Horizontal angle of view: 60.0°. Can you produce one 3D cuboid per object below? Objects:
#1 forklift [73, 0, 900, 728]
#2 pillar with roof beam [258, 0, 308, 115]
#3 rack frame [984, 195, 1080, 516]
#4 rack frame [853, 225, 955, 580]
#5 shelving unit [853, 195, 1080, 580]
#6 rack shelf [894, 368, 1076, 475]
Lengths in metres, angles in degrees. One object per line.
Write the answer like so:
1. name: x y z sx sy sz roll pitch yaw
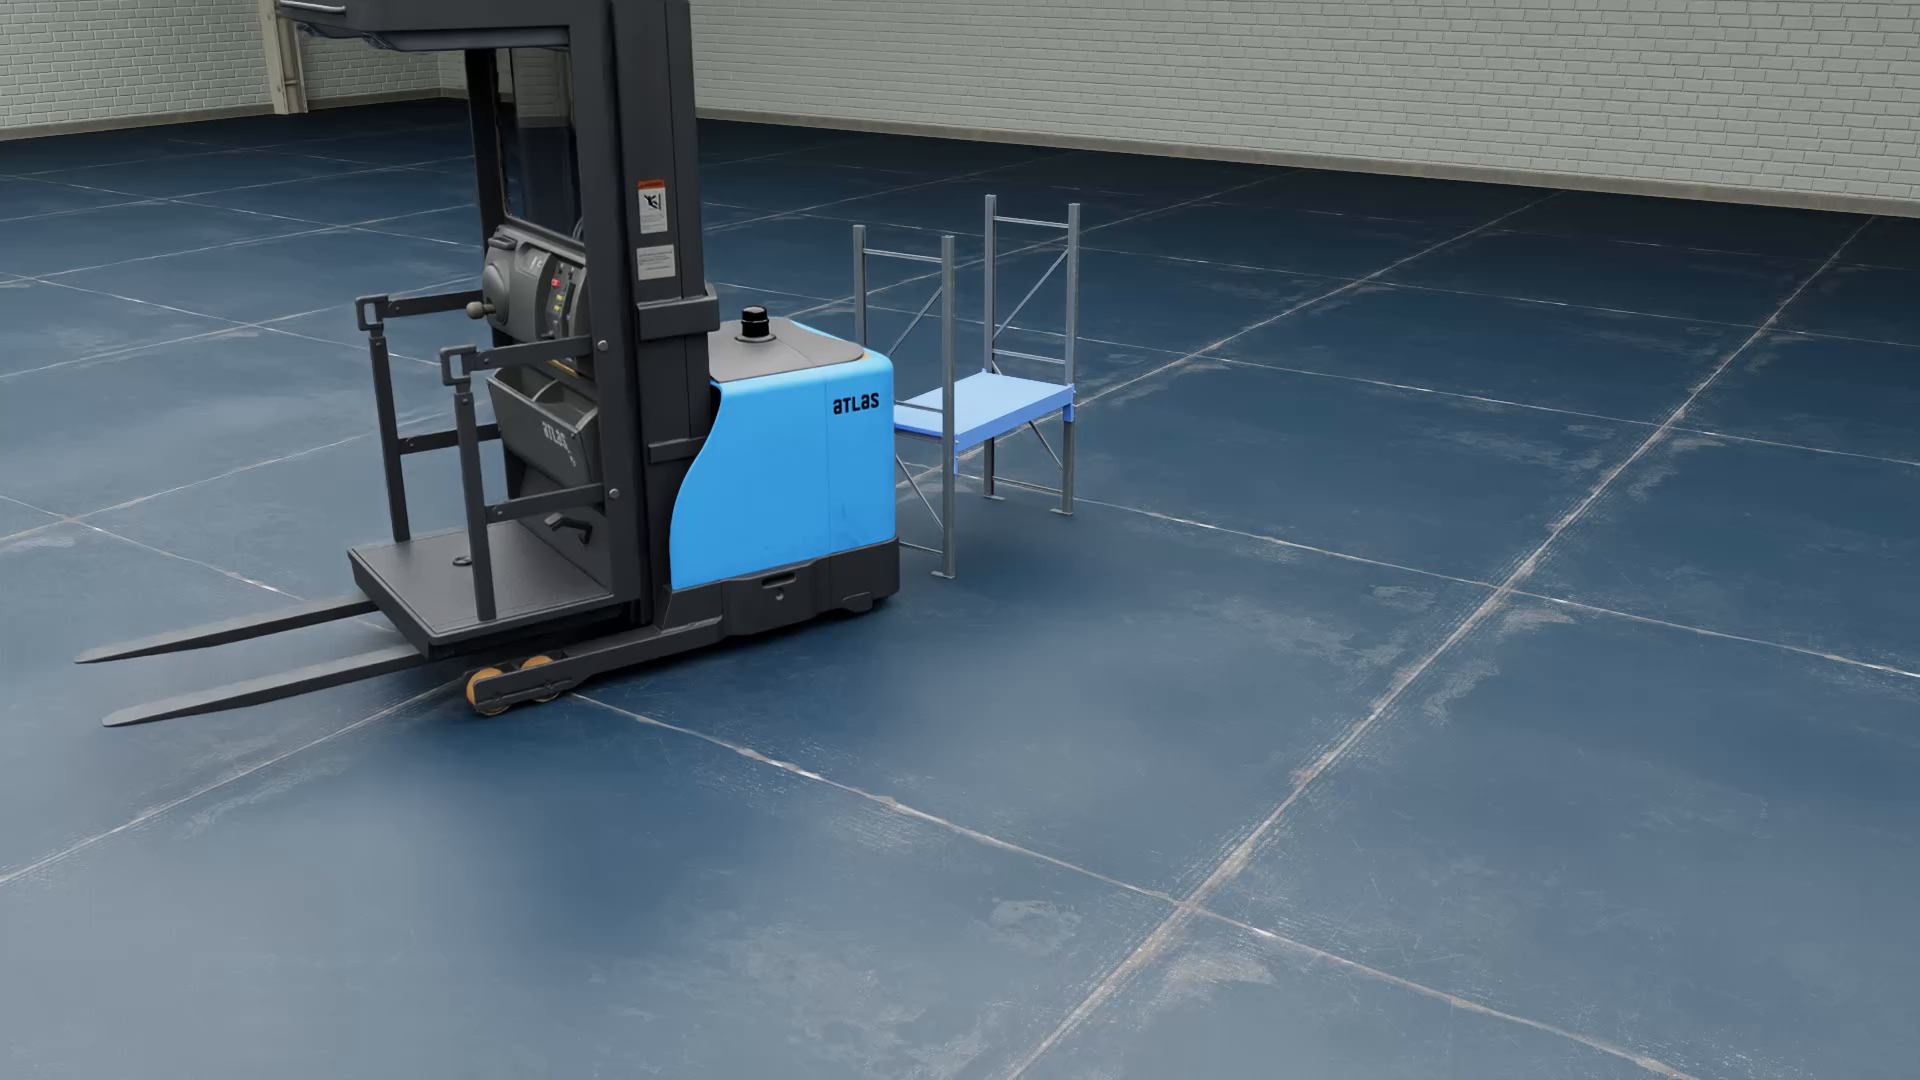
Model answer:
1. forklift: -1.757 -0.946 6.098 3.031 2.935 1.130 -13 24 -32
2. pillar with roof beam: -6.665 -9.911 21.588 9.100 9.000 0.400 13 24 32
3. rack frame: 0.334 -0.874 7.965 0.500 1.500 0.032 13 24 32
4. rack frame: -0.238 -0.582 7.177 0.500 1.500 0.032 13 24 32
5. shelving unit: 0.048 -0.728 7.571 0.538 1.500 1.048 13 24 32
6. rack shelf: 0.048 -0.559 7.633 0.538 0.185 1.000 13 24 32
